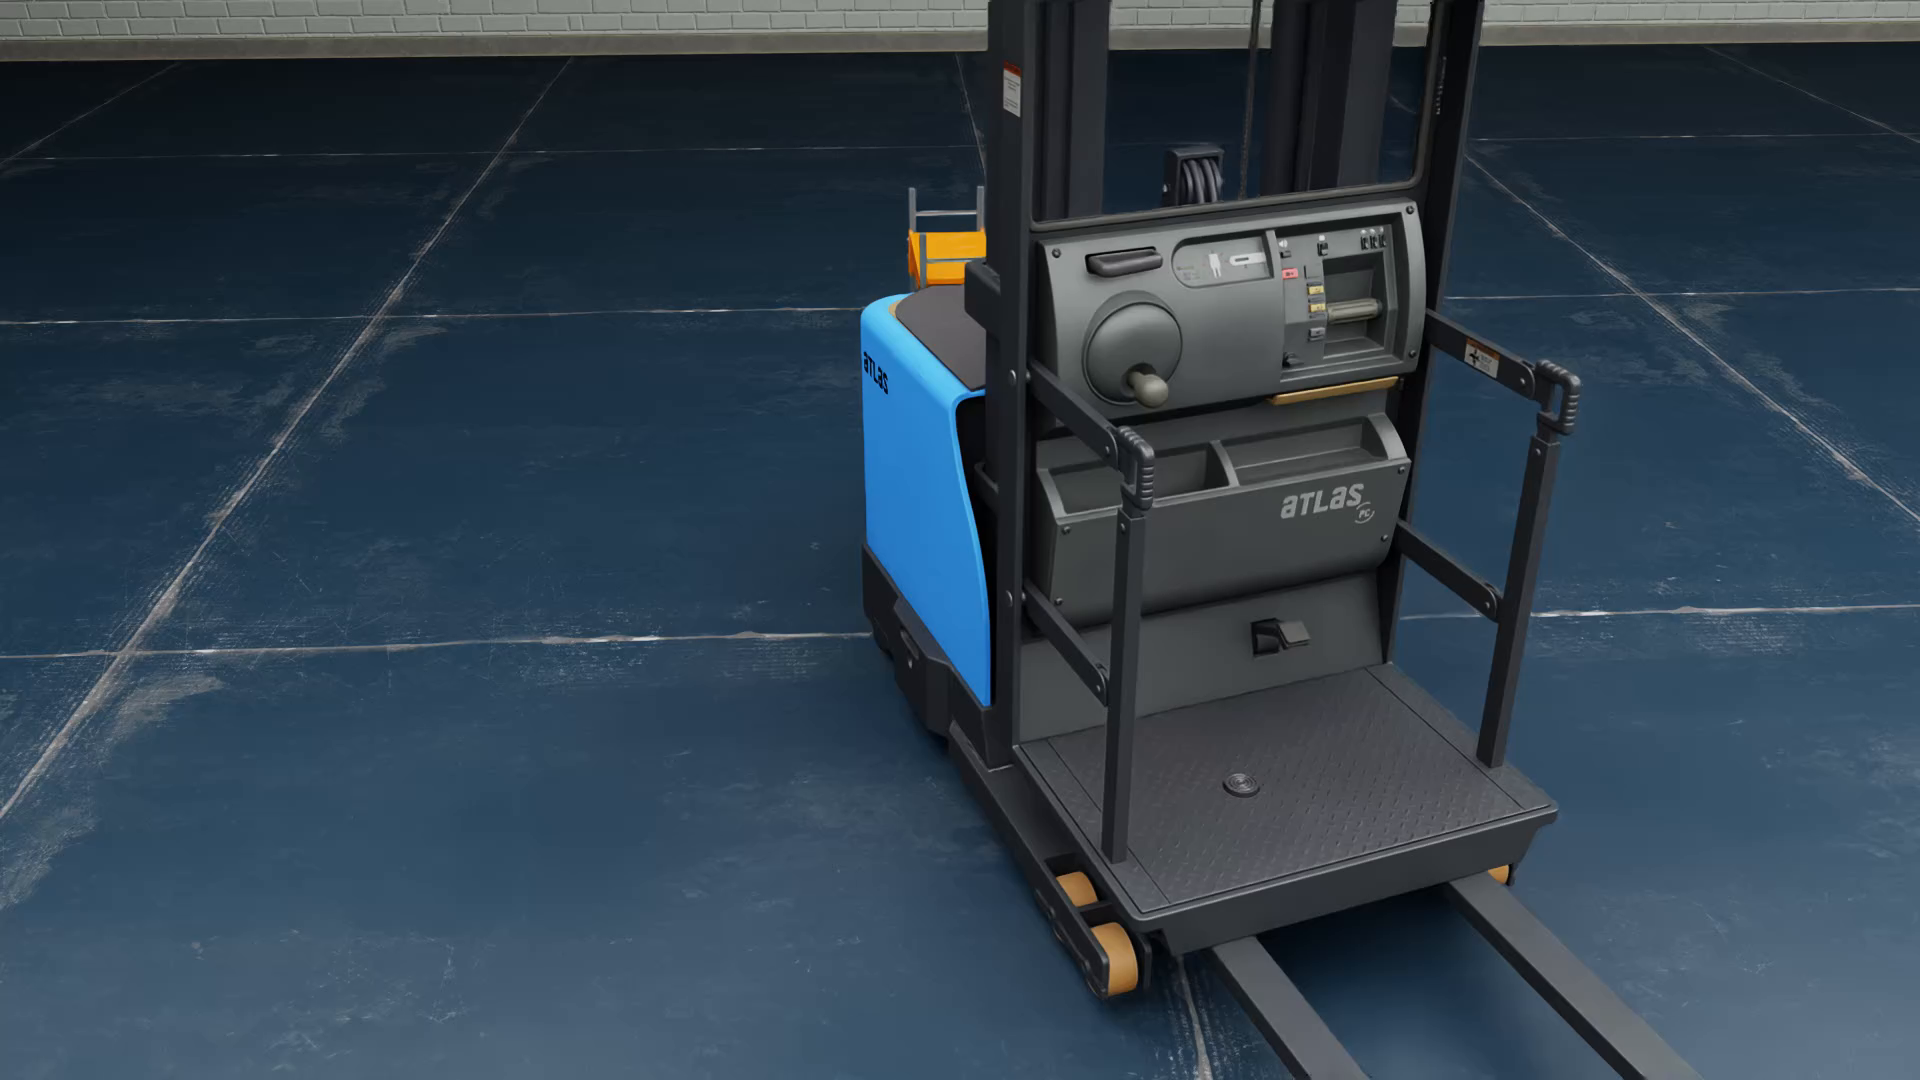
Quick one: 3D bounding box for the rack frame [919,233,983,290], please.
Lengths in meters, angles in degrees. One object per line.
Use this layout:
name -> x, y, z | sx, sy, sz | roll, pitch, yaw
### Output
rack frame -> 0.001, -0.371, 5.163 | 0.240, 1.200, 0.015 | -2, 28, -5

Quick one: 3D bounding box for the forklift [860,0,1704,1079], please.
forklift -> 0.702, -0.484, 3.509 | 1.130, 2.935, 3.031 | -10, 29, -19

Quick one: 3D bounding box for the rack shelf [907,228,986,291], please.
rack shelf -> -0.022, -0.831, 5.197 | 0.258, 0.148, 0.480 | -2, 28, -5

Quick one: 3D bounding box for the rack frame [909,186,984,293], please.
rack frame -> -0.044, -0.595, 5.594 | 0.240, 1.200, 0.015 | -2, 28, -5

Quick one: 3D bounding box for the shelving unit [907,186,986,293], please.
shelving unit -> -0.022, -0.483, 5.379 | 0.258, 1.200, 0.503 | -2, 28, -5
